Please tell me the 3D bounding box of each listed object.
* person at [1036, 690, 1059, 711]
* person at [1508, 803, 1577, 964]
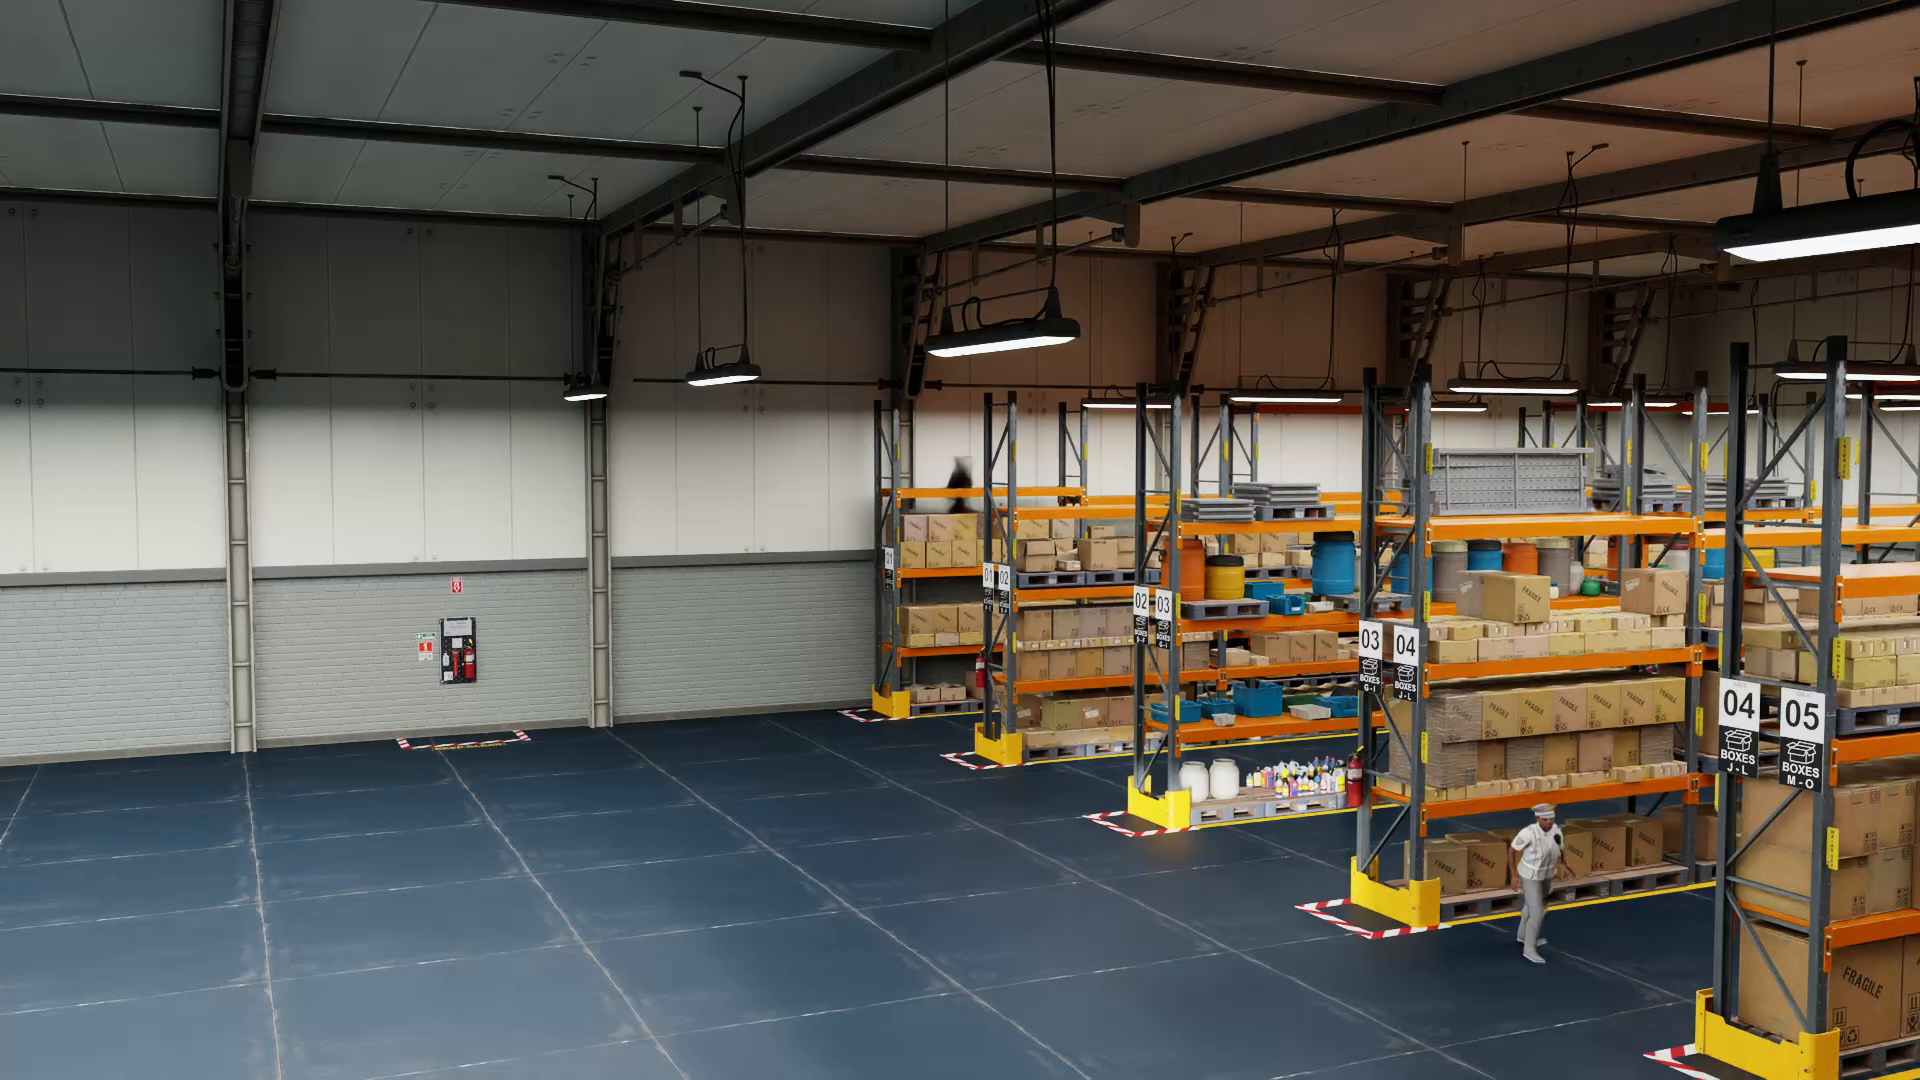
[{"bbox_3d":[1.608,2.562,29.638,0.697,1.725,0.678,-1,3,-11],"label":"person"},{"bbox_3d":[5.832,3.397,16.713,0.659,1.611,0.820,-2,4,-27],"label":"person"}]
